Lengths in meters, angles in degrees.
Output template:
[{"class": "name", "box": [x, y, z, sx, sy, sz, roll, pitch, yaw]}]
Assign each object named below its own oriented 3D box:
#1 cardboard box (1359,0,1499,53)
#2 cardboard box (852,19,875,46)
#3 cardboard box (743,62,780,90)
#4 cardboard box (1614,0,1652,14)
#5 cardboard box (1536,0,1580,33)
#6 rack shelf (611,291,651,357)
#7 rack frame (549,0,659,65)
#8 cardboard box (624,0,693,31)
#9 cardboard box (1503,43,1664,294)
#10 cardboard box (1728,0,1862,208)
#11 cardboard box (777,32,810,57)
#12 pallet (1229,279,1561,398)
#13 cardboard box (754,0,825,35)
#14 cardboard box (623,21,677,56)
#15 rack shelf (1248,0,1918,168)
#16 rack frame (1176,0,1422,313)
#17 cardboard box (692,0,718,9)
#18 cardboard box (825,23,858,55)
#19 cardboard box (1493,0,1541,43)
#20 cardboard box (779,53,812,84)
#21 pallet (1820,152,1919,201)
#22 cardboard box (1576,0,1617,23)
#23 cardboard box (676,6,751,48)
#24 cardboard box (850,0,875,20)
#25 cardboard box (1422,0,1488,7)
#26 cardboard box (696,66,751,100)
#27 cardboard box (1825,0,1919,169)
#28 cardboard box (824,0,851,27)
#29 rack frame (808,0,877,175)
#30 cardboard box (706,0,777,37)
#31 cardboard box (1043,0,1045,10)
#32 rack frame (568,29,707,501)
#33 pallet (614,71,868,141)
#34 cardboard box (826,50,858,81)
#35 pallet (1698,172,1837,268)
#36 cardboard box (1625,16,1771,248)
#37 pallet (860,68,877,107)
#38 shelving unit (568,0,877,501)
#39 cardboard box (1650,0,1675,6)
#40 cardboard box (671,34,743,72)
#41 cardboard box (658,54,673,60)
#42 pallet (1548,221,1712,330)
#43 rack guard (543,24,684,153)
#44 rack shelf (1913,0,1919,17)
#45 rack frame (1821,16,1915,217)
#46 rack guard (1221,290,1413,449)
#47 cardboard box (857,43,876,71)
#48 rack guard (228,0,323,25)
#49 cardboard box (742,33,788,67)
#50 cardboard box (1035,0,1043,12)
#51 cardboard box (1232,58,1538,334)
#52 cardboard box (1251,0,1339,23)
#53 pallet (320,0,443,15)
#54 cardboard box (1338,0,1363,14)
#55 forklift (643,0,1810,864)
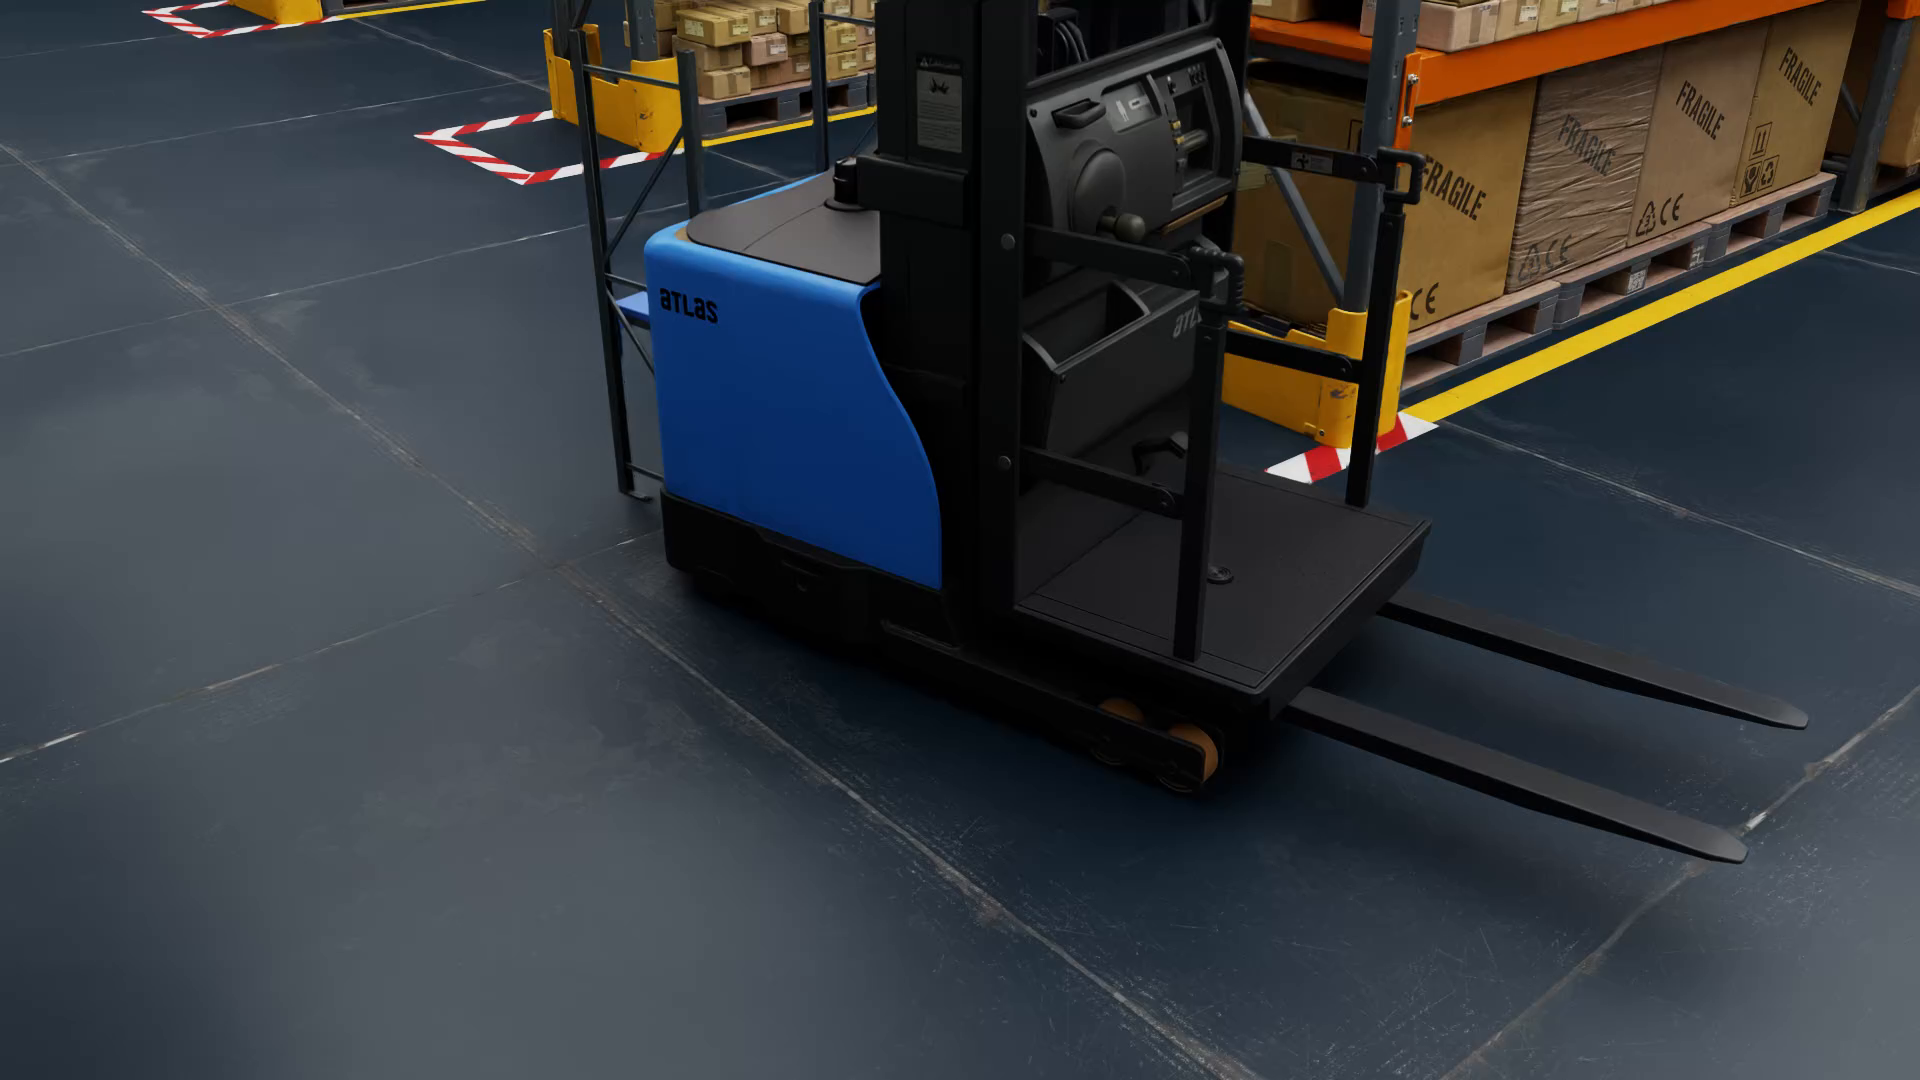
[{"class": "cardboard box", "box": [1.595, -1.780, 5.664, 0.250, 0.149, 0.380, -21, 35, -34]}, {"class": "cardboard box", "box": [-0.687, -3.162, 10.247, 0.250, 0.149, 0.380, -24, 36, -37]}, {"class": "cardboard box", "box": [-1.279, -2.792, 9.872, 0.250, 0.149, 0.380, -22, 35, -35]}, {"class": "cardboard box", "box": [2.375, -2.095, 6.253, 0.250, 0.149, 0.380, -23, 36, -36]}, {"class": "cardboard box", "box": [1.984, -1.937, 5.959, 0.250, 0.149, 0.380, -23, 36, -36]}, {"class": "rack shelf", "box": [-0.619, -0.786, 5.509, 0.538, 0.185, 1.000, 20, 34, 33]}, {"class": "rack frame", "box": [-2.032, -3.709, 9.009, 0.127, 3.000, 1.000, -22, 35, -35]}, {"class": "cardboard box", "box": [-1.793, -3.153, 9.915, 0.250, 0.149, 0.380, -21, 35, -34]}, {"class": "cardboard box", "box": [2.238, -1.651, 6.966, 0.875, 0.875, 0.875, -22, 35, -35]}, {"class": "cardboard box", "box": [3.600, -2.199, 7.990, 0.875, 0.875, 0.875, -22, 35, -35]}, {"class": "cardboard box", "box": [-1.093, -3.007, 9.958, 0.250, 0.149, 0.380, -21, 35, -34]}, {"class": "pallet", "box": [1.668, -0.943, 6.790, 1.213, 0.211, 1.003, -22, 35, -35]}, {"class": "cardboard box", "box": [-1.006, -3.097, 9.810, 0.250, 0.149, 0.380, -22, 35, -35]}, {"class": "cardboard box", "box": [-1.815, -3.032, 10.005, 0.250, 0.149, 0.380, -23, 36, -36]}, {"class": "rack shelf", "box": [2.632, -2.195, 6.937, 4.000, 0.370, 1.077, -22, 35, -35]}, {"class": "rack frame", "box": [1.111, -1.900, 5.623, 0.127, 3.000, 1.000, -22, 35, -35]}, {"class": "cardboard box", "box": [-1.565, -3.209, 10.020, 0.250, 0.149, 0.380, -21, 35, -34]}, {"class": "cardboard box", "box": [-0.827, -3.046, 10.032, 0.250, 0.149, 0.380, -21, 34, -33]}, {"class": "cardboard box", "box": [1.789, -1.859, 5.812, 0.250, 0.149, 0.380, -22, 35, -36]}, {"class": "cardboard box", "box": [-1.095, -2.871, 10.018, 0.250, 0.149, 0.380, -21, 35, -34]}, {"class": "pallet", "box": [4.692, -2.157, 9.062, 1.213, 0.211, 1.003, -22, 35, -35]}, {"class": "cardboard box", "box": [2.181, -2.017, 6.109, 0.250, 0.149, 0.380, -23, 35, -36]}, {"class": "cardboard box", "box": [-1.413, -2.938, 9.513, 0.250, 0.149, 0.380, -24, 36, -37]}, {"class": "cardboard box", "box": [-0.654, -3.284, 10.160, 0.250, 0.149, 0.380, -20, 34, -33]}, {"class": "cardboard box", "box": [1.651, -2.015, 5.682, 0.500, 0.250, 0.500, -23, 36, -36]}, {"class": "cardboard box", "box": [-1.425, -2.683, 9.667, 0.250, 0.149, 0.380, -21, 35, -34]}, {"class": "cardboard box", "box": [4.628, -2.575, 8.694, 0.875, 0.875, 1.225, -22, 35, -35]}, {"class": "cardboard box", "box": [-0.871, -3.202, 10.008, 0.250, 0.149, 0.380, -24, 36, -37]}, {"class": "rack frame", "box": [-0.303, -1.132, 5.775, 0.500, 1.500, 0.032, 20, 34, 33]}, {"class": "cardboard box", "box": [-1.281, -3.066, 9.752, 0.250, 0.149, 0.380, -21, 35, -34]}, {"class": "cardboard box", "box": [0.588, -3.606, 11.079, 0.250, 0.149, 0.380, -23, 36, -37]}, {"class": "rack frame", "box": [-0.935, -0.757, 5.073, 0.500, 1.500, 0.032, 20, 34, 33]}, {"class": "pallet", "box": [-1.333, -2.739, 10.151, 1.213, 0.211, 1.003, -22, 35, -35]}, {"class": "cardboard box", "box": [-0.829, -2.910, 10.091, 0.250, 0.149, 0.380, -21, 35, -34]}, {"class": "pallet", "box": [3.524, -1.689, 8.187, 1.213, 0.211, 1.003, -22, 35, -35]}, {"class": "cardboard box", "box": [2.915, -1.923, 7.475, 0.875, 0.875, 0.875, -22, 35, -35]}, {"class": "pallet", "box": [-0.405, -3.110, 10.845, 1.213, 0.211, 1.003, -22, 35, -35]}, {"class": "shelving unit", "box": [-0.619, -0.944, 5.424, 0.538, 1.500, 1.048, 20, 34, 33]}, {"class": "cardboard box", "box": [2.571, -2.174, 6.402, 0.250, 0.149, 0.380, -22, 35, -35]}, {"class": "cardboard box", "box": [-1.467, -2.837, 9.639, 0.250, 0.149, 0.380, -20, 34, -33]}, {"class": "cardboard box", "box": [-1.767, -2.873, 10.023, 0.250, 0.149, 0.380, -21, 35, -34]}, {"class": "pallet", "box": [2.596, -1.314, 7.485, 1.213, 0.211, 1.003, -22, 35, -35]}, {"class": "rack guard", "box": [-1.974, -2.630, 9.641, 0.348, 0.500, 1.175, -22, 35, -35]}, {"class": "rack shelf", "box": [5.675, -3.418, 9.227, 4.000, 0.370, 1.077, -22, 35, -35]}, {"class": "rack frame", "box": [4.154, -3.124, 7.913, 0.127, 3.000, 1.000, -22, 35, -35]}, {"class": "rack guard", "box": [1.092, -0.790, 6.198, 0.348, 0.500, 1.175, -22, 35, -35]}, {"class": "cardboard box", "box": [-0.697, -3.022, 10.301, 0.250, 0.149, 0.380, -22, 35, -35]}, {"class": "rack guard", "box": [-5.340, -4.344, 12.848, 0.348, 0.500, 1.175, -22, 35, -35]}, {"class": "cardboard box", "box": [-1.222, -2.900, 9.758, 0.250, 0.149, 0.380, -22, 35, -35]}, {"class": "cardboard box", "box": [0.333, -3.565, 11.002, 0.250, 0.149, 0.380, -22, 35, -34]}, {"class": "cardboard box", "box": [1.546, -1.373, 6.445, 0.875, 0.875, 0.875, -22, 35, -35]}, {"class": "cardboard box", "box": [1.168, -2.016, 6.107, 0.250, 0.149, 0.380, -21, 35, -34]}, {"class": "pallet", "box": [-4.764, -4.496, 13.440, 1.213, 0.211, 1.003, -22, 35, -35]}, {"class": "cardboard box", "box": [1.364, -2.096, 6.257, 0.250, 0.149, 0.380, -21, 35, -34]}, {"class": "forklift", "box": [0.611, -0.958, 3.933, 3.031, 2.935, 1.130, 19, 33, 31]}]
